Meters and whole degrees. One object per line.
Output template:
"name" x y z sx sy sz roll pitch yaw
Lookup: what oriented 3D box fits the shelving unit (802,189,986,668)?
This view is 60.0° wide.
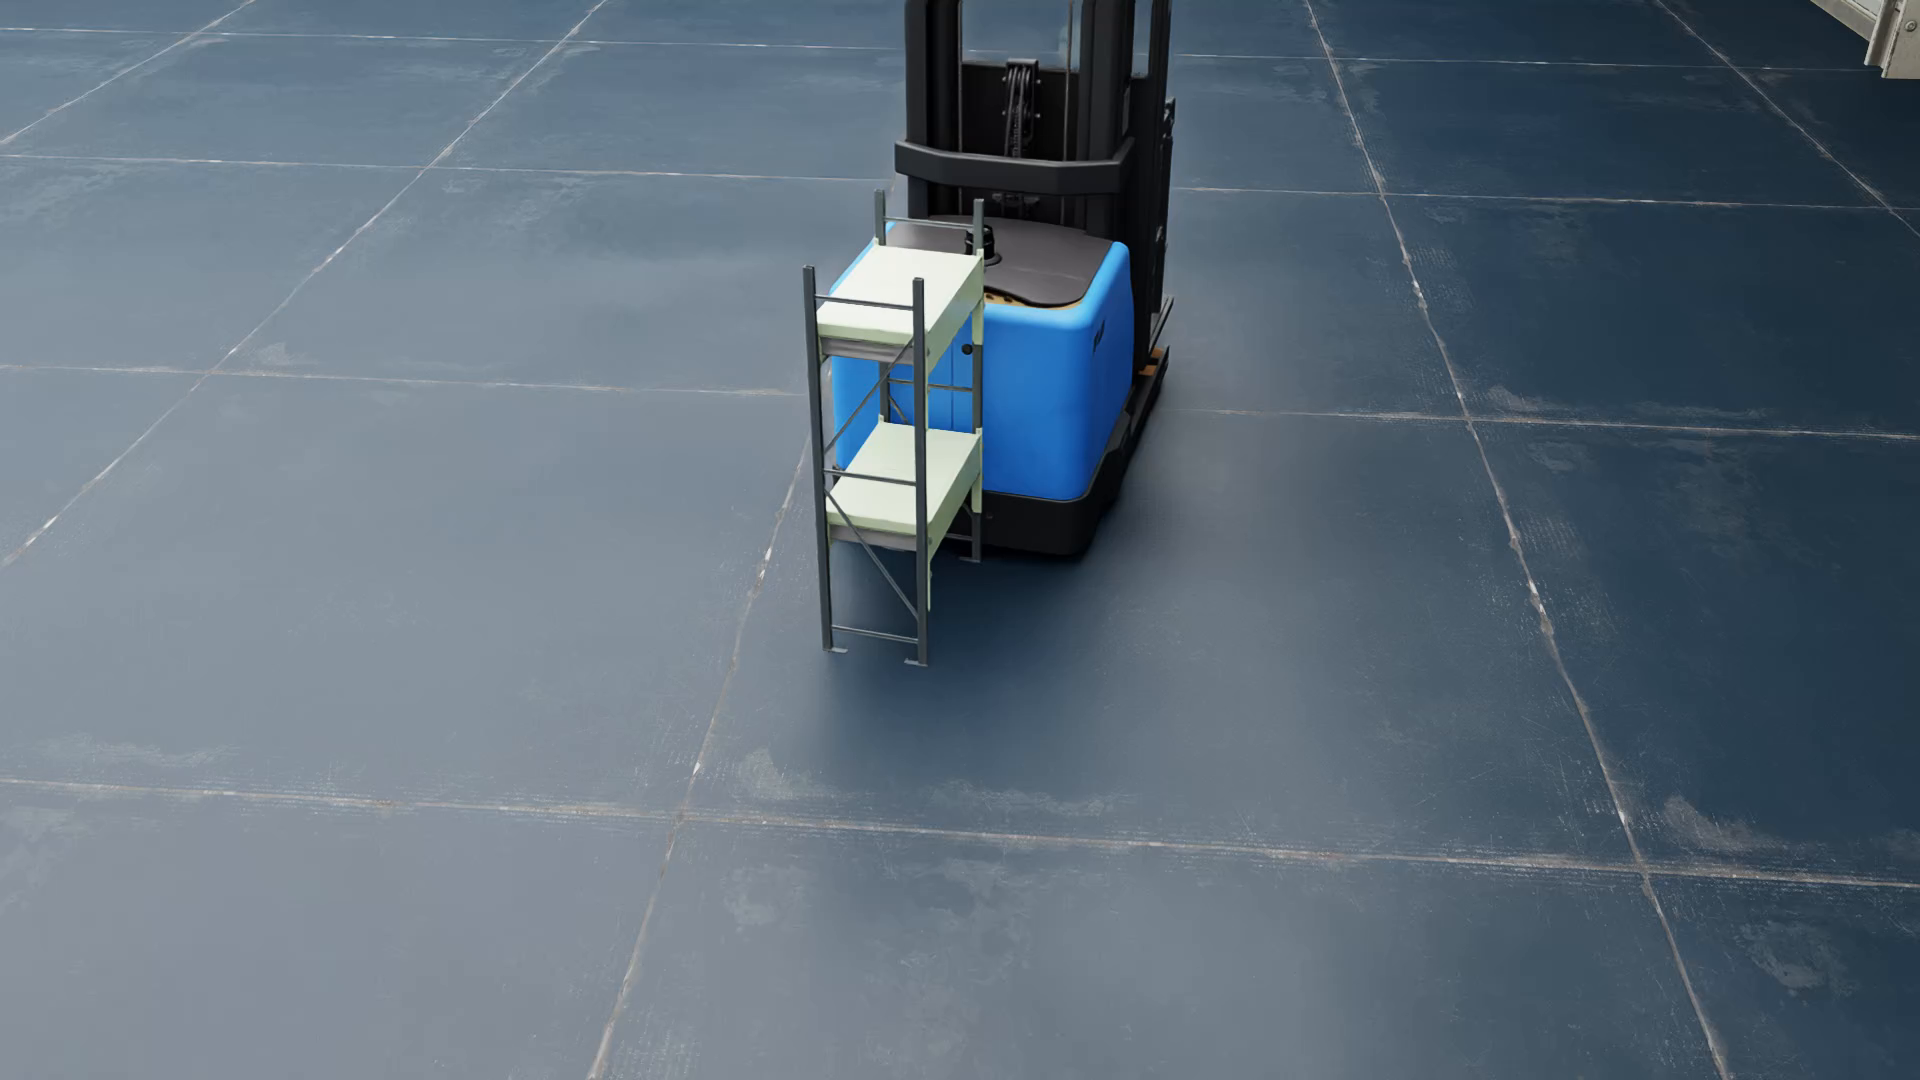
"shelving unit" -0.209 -0.394 5.959 0.431 1.500 0.755 8 33 13

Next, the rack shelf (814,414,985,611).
"rack shelf" -0.209 -0.116 6.130 0.431 0.370 0.720 8 33 13

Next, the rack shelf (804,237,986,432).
"rack shelf" -0.209 -0.726 5.754 0.431 0.370 0.720 8 33 13

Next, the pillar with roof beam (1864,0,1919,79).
"pillar with roof beam" 2.709 -7.526 10.385 9.100 9.000 0.400 2 32 4

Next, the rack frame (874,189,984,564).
"rack frame" -0.110 -0.579 6.259 0.400 1.500 0.023 8 33 13

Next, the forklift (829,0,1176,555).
"forklift" 0.376 -1.954 7.127 1.130 2.935 3.031 8 33 13

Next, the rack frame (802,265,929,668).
"rack frame" -0.307 -0.209 5.659 0.400 1.500 0.023 8 33 13
